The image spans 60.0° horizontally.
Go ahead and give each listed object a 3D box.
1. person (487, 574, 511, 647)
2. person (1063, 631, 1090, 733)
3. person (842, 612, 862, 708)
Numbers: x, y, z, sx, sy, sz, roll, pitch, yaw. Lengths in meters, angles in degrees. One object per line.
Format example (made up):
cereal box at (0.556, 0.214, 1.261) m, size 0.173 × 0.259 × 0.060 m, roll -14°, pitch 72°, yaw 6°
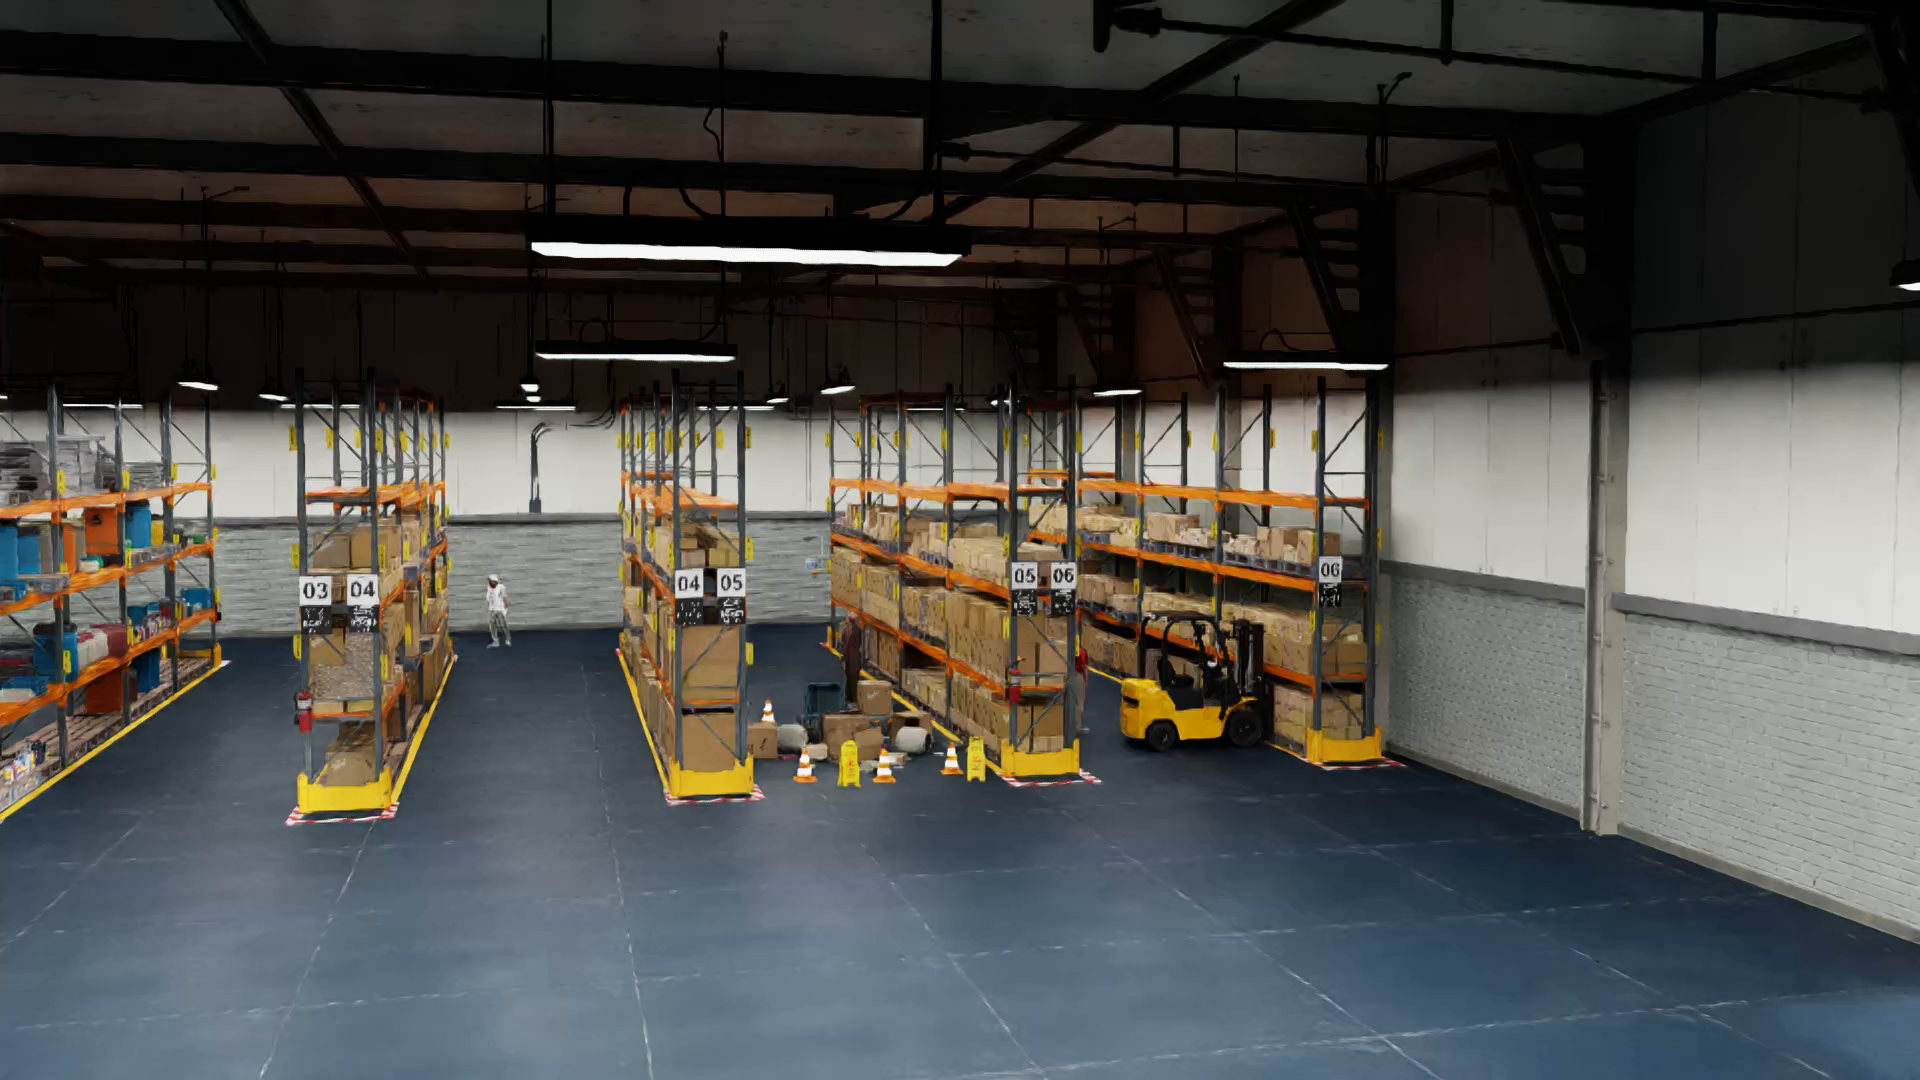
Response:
person at (-11.247, 1.706, 40.521) m, size 0.588 × 1.773 × 0.581 m, roll 1°, pitch 4°, yaw 23°
person at (1.998, 2.424, 28.519) m, size 0.593 × 1.733 × 0.456 m, roll 3°, pitch 5°, yaw 45°
person at (-2.072, 2.235, 31.198) m, size 0.644 × 1.773 × 0.673 m, roll 1°, pitch 3°, yaw 11°
